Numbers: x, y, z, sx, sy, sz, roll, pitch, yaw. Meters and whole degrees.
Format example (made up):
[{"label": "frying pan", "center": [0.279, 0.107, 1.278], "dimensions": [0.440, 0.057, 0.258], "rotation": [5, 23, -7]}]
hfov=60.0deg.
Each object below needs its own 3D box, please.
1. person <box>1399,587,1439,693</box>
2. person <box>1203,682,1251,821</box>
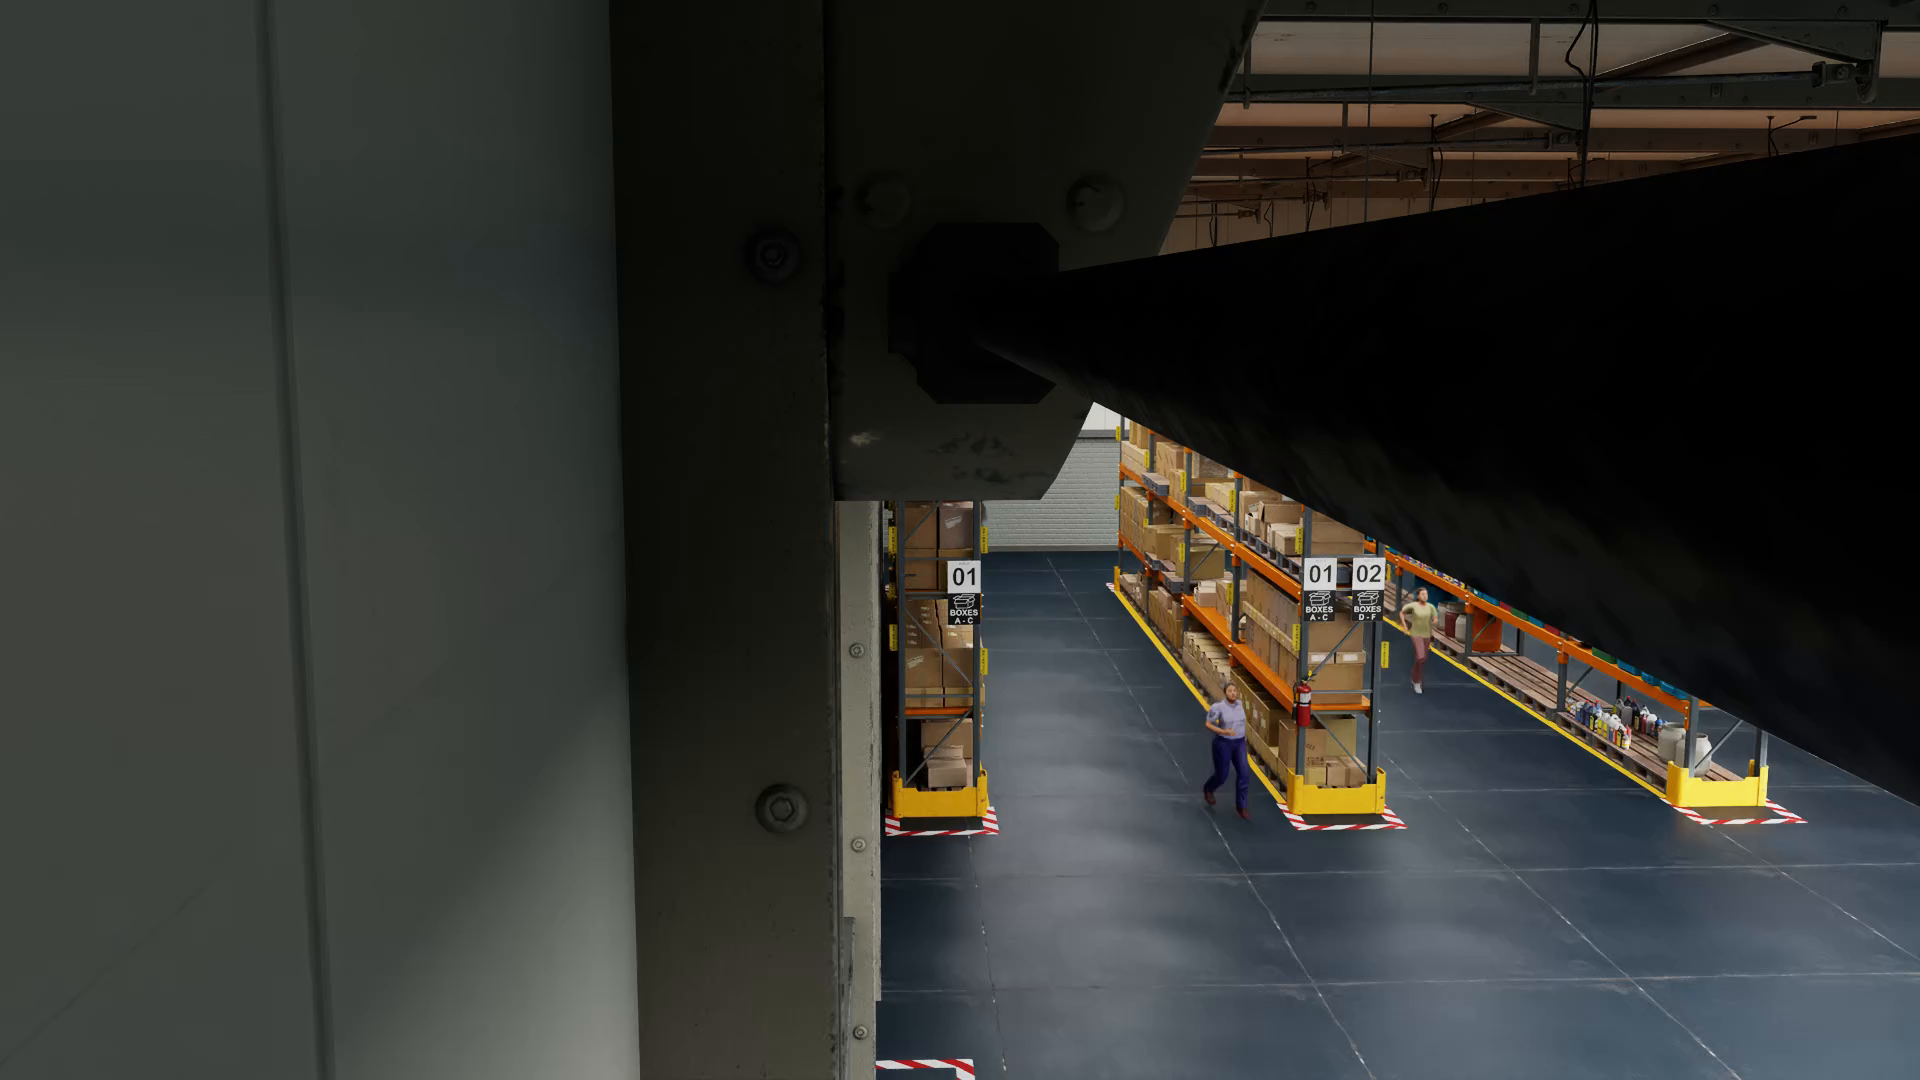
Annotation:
[{"label": "person", "center": [7.507, 1.611, 27.127], "dimensions": [0.543, 1.720, 0.723], "rotation": [-2, 8, -11]}, {"label": "person", "center": [3.309, 2.586, 20.590], "dimensions": [0.612, 1.672, 0.783], "rotation": [-3, 9, -20]}]
